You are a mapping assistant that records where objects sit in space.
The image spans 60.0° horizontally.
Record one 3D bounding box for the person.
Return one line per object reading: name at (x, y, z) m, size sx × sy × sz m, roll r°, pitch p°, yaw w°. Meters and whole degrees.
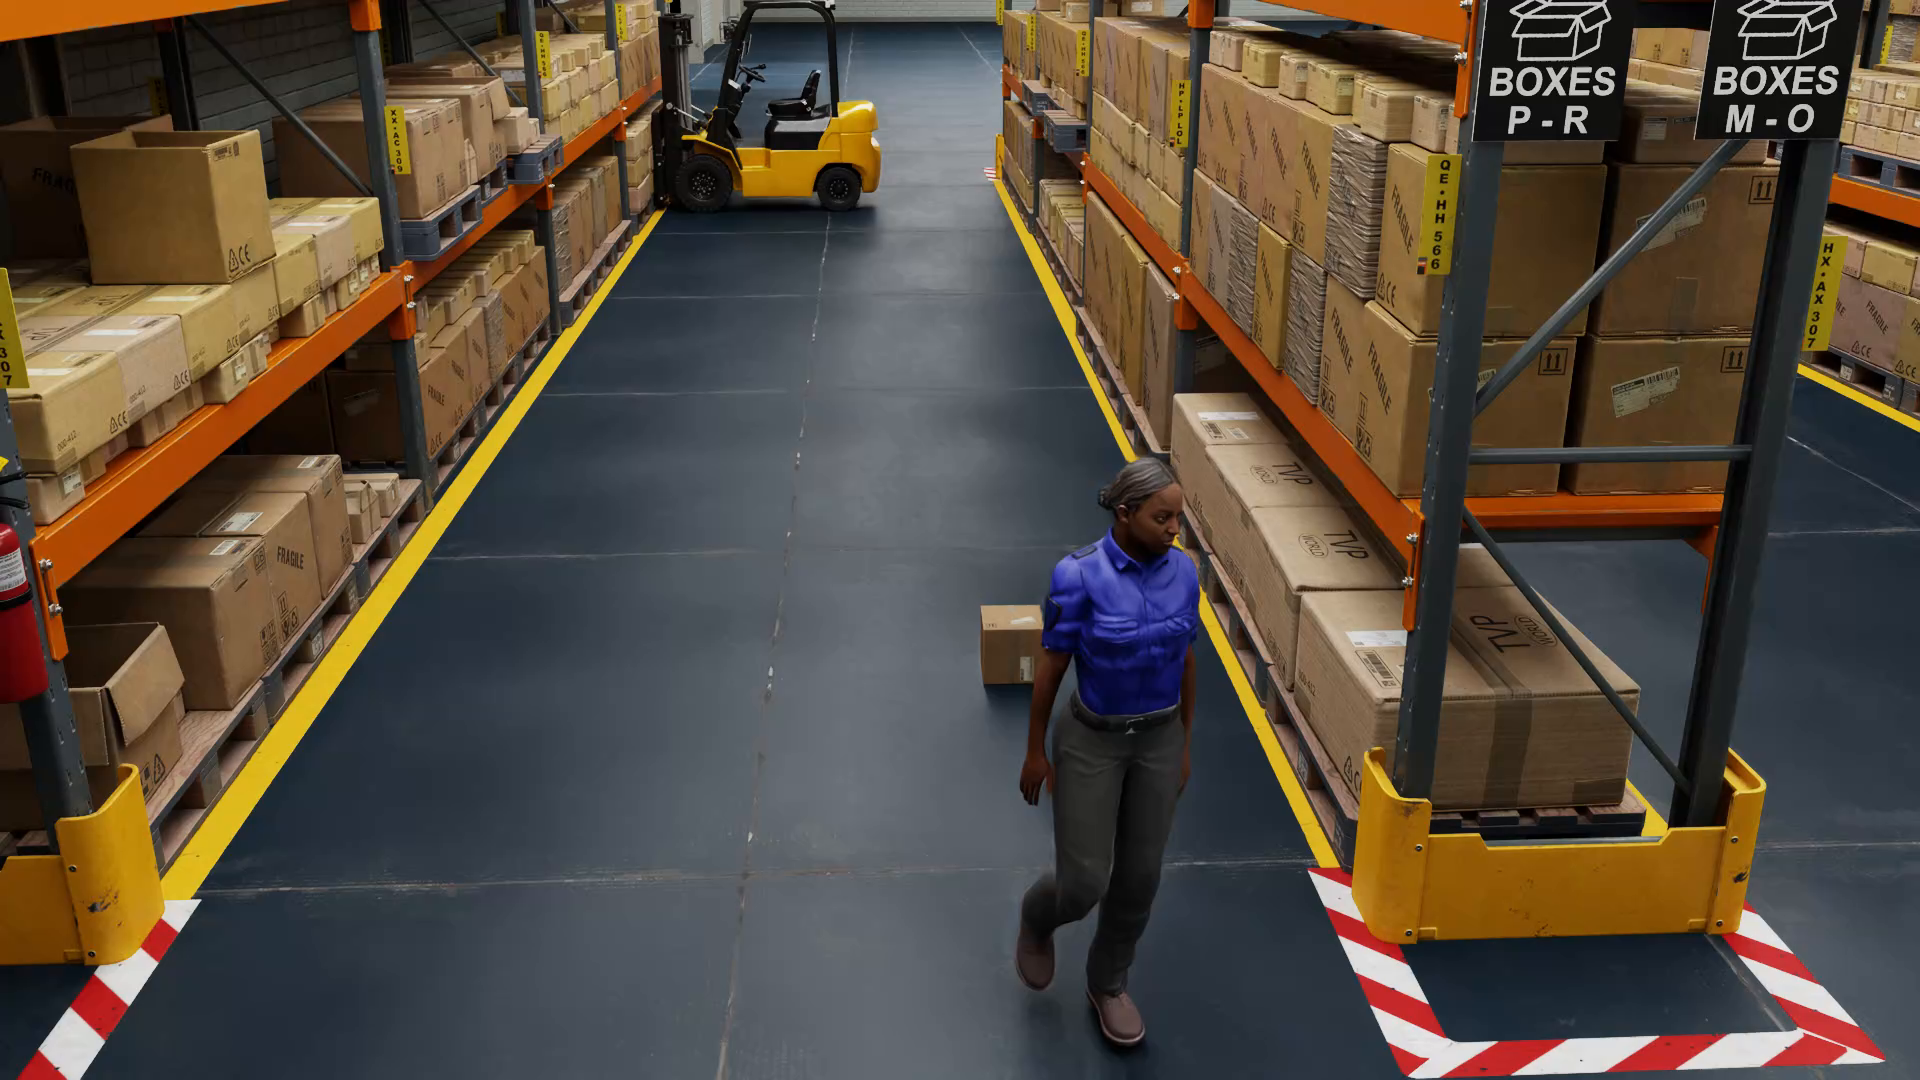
person at (0.414, 0.562, 4.533) m, size 0.512 × 1.642 × 0.473 m, roll -7°, pitch 22°, yaw -18°
